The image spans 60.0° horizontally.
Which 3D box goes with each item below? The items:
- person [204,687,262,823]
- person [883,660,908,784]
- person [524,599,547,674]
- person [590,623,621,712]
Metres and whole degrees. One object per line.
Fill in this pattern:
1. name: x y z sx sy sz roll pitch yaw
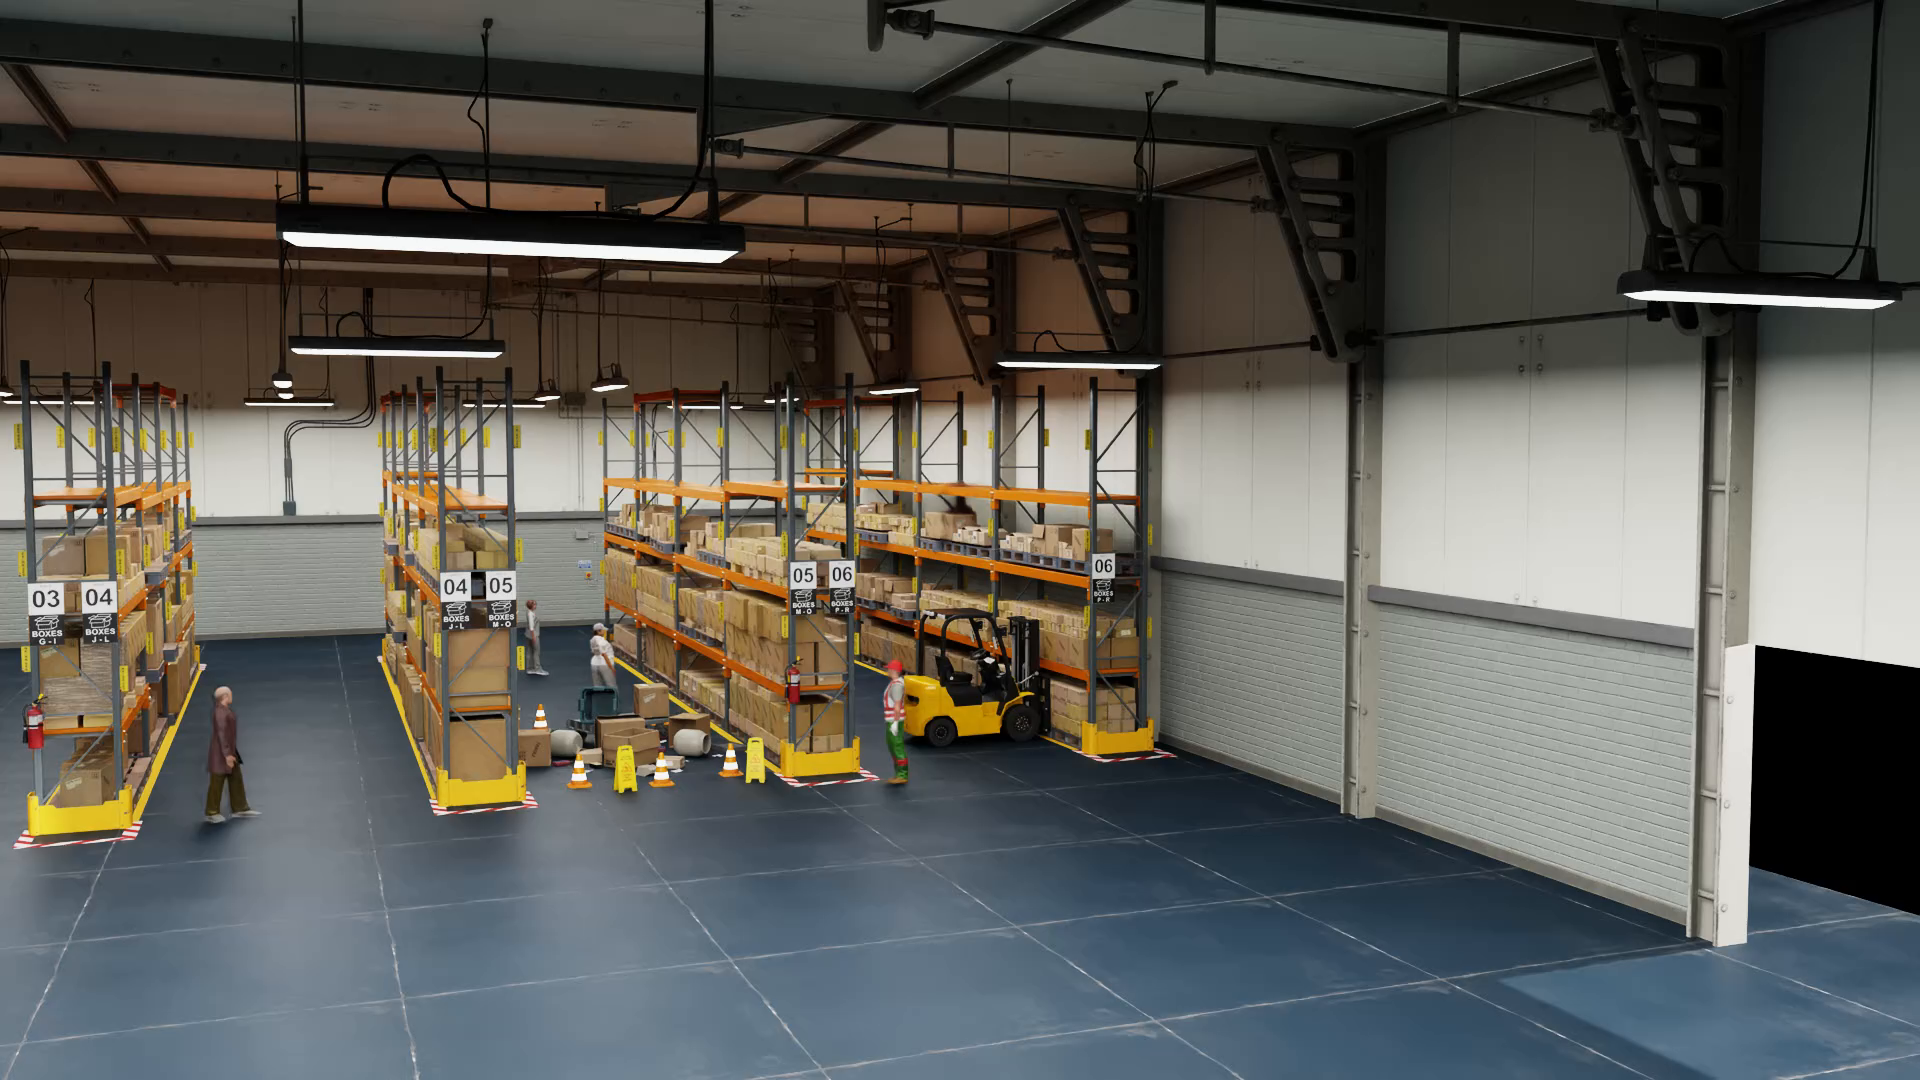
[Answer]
1. person: -9.586 2.809 21.802 0.659 1.778 0.622 0 3 -6
2. person: -0.946 2.653 24.240 0.358 1.822 0.676 0 3 -6
3. person: -9.106 2.066 35.591 0.397 1.603 0.452 -3 4 -39
4. person: -6.516 2.349 30.456 0.580 1.659 0.442 2 4 33
